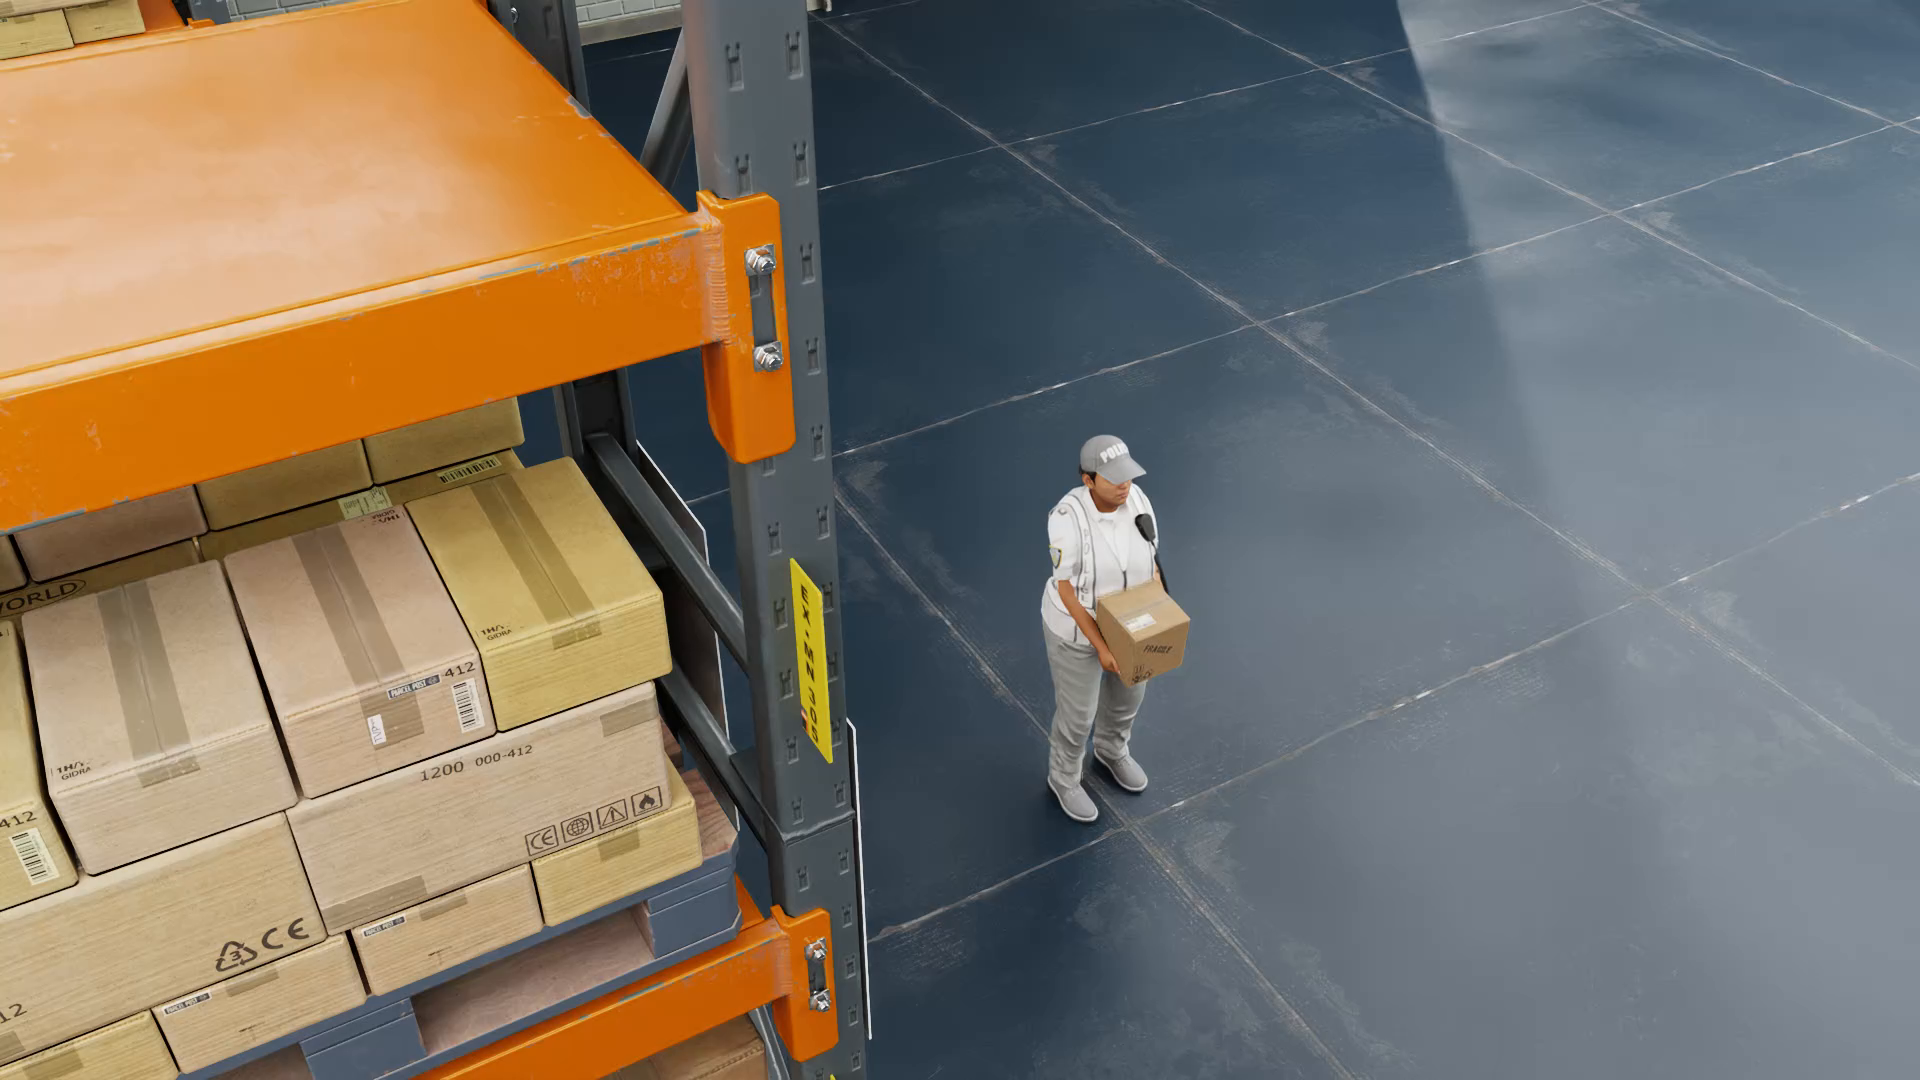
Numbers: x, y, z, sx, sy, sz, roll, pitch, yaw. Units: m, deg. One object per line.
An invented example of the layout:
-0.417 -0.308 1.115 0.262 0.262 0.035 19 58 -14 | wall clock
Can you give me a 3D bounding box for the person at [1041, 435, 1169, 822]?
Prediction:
0.584 0.363 6.446 0.456 1.660 0.535 -19 41 -24 | person
